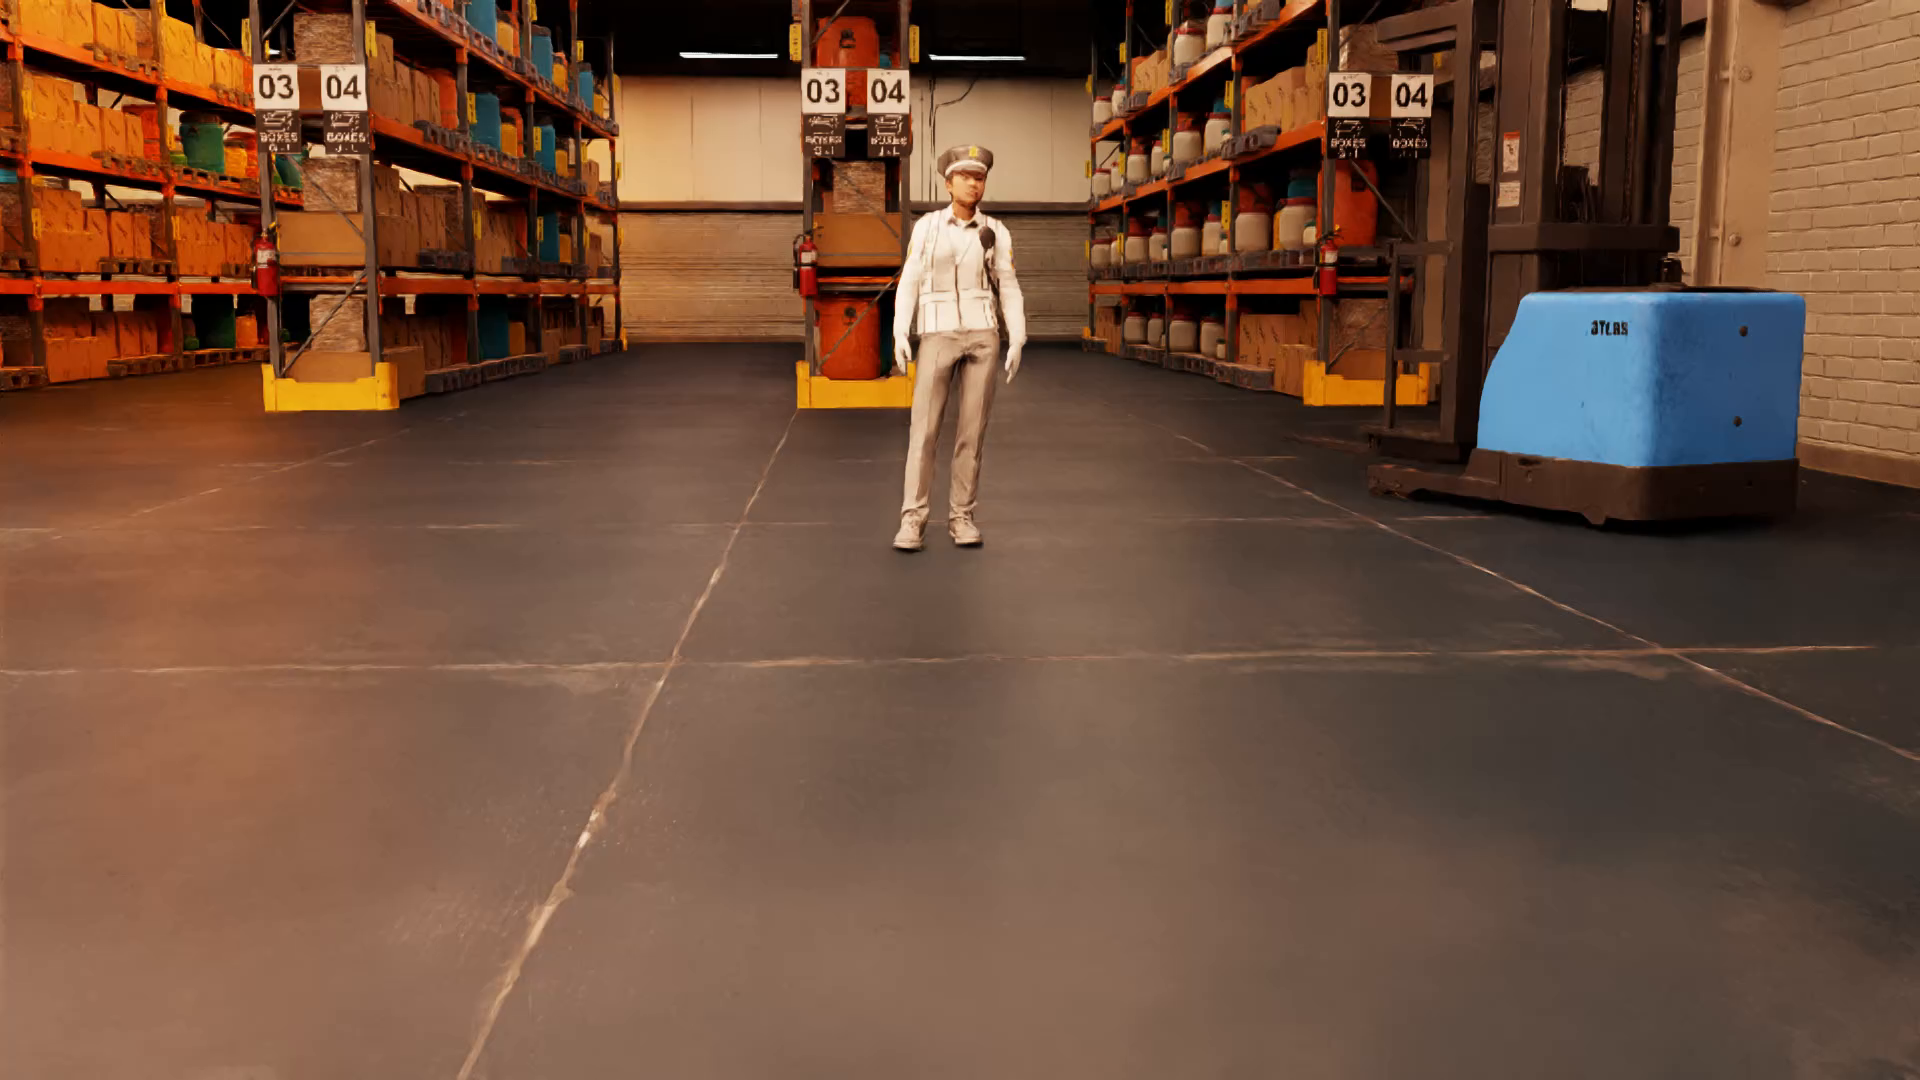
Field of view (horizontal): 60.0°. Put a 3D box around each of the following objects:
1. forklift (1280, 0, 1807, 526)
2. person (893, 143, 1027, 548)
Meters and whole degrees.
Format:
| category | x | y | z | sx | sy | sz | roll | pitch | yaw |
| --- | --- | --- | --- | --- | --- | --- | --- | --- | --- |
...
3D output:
| category | x | y | z | sx | sy | sz | roll | pitch | yaw |
| --- | --- | --- | --- | --- | --- | --- | --- | --- | --- |
| forklift | 2.863 | -1.692 | 8.725 | 1.130 | 2.935 | 3.031 | -4 | 9 | -23 |
| person | -0.003 | -0.836 | 7.117 | 0.586 | 1.695 | 0.532 | -1 | 8 | -4 |
